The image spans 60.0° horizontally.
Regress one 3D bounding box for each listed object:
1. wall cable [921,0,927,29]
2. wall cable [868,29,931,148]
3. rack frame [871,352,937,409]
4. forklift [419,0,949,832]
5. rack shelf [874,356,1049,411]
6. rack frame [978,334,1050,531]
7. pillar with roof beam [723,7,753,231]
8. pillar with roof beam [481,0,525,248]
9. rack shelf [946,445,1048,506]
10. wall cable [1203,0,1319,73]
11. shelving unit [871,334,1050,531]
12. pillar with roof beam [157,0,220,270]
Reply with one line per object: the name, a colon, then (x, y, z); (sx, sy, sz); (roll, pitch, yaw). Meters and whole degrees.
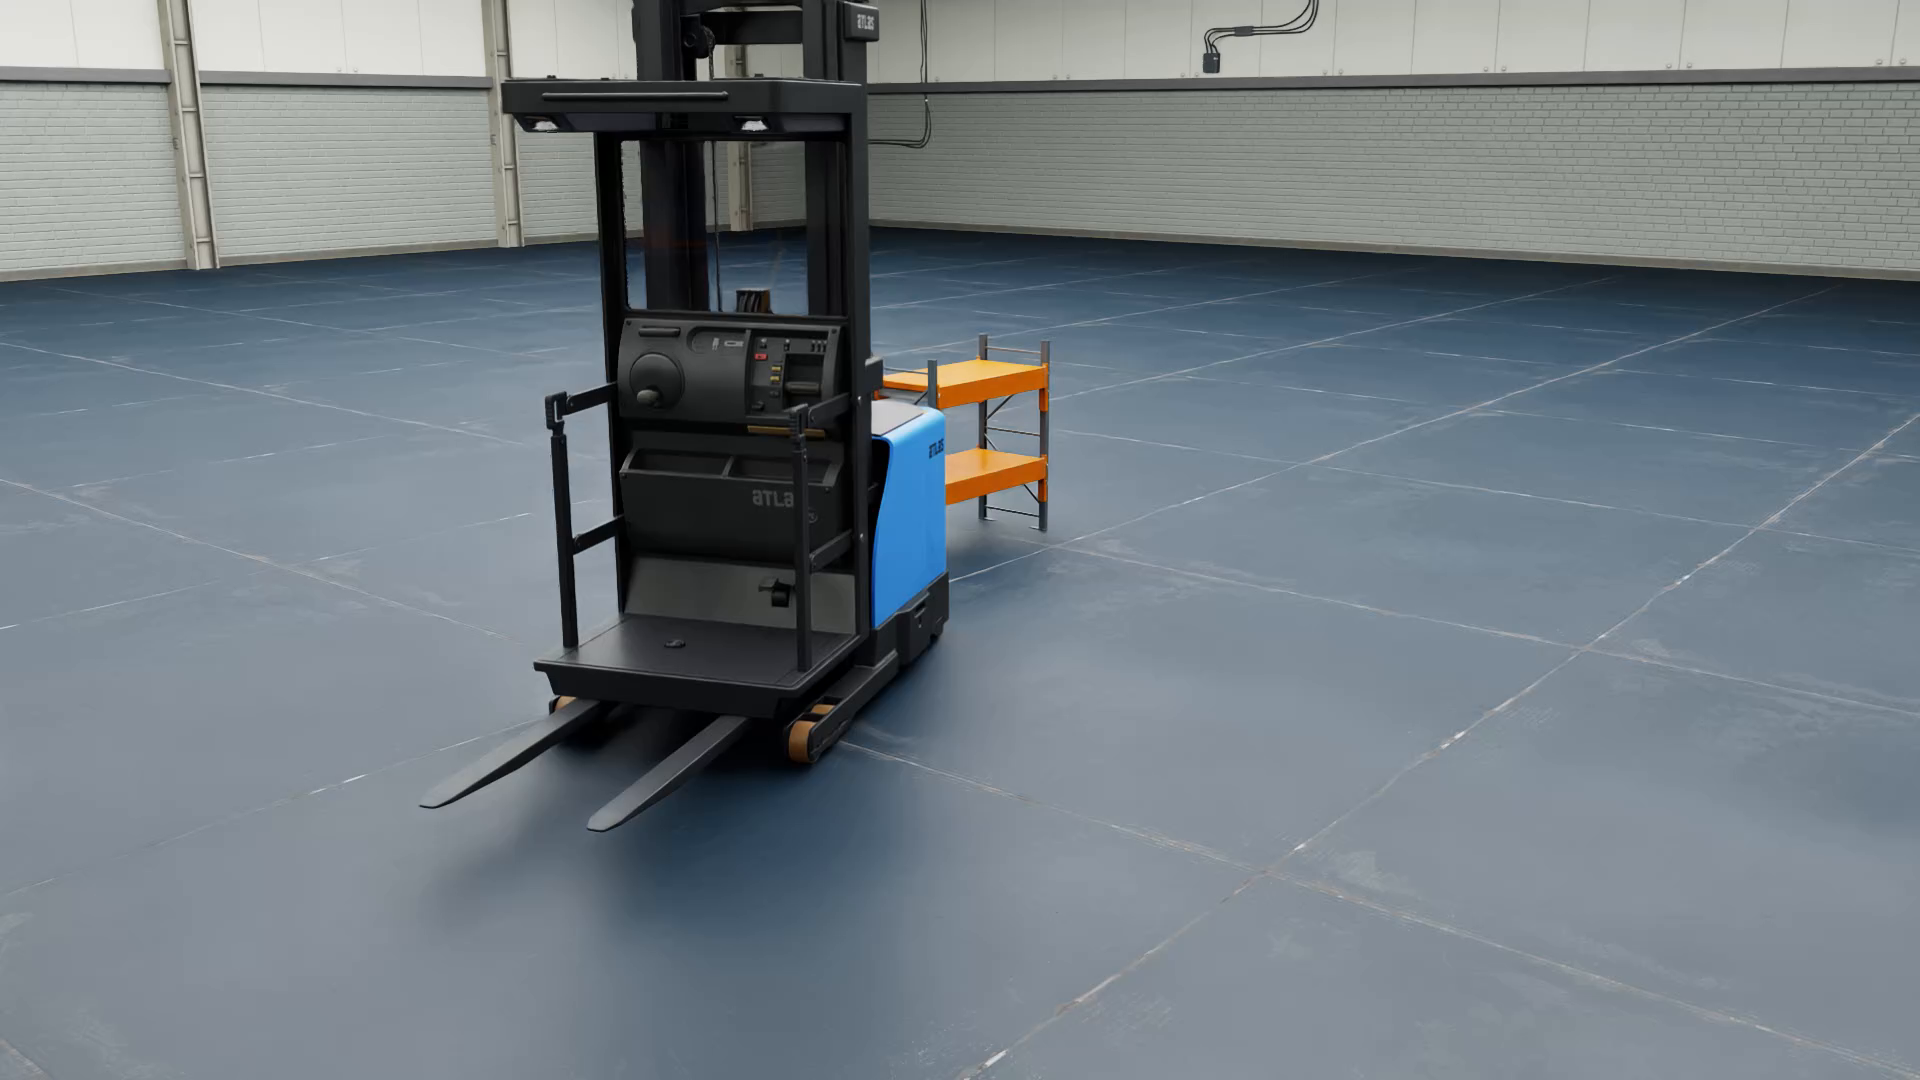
wall cable: (0.252, -11.953, 34.446); (3.097, 2.526, 0.112); (11, 18, 38)
wall cable: (-1.852, -9.924, 36.716); (3.097, 2.526, 0.112); (11, 18, 38)
rack frame: (-0.324, -0.447, 9.096); (0.500, 1.125, 0.032); (11, 18, 38)
forklift: (-0.976, -0.682, 6.354); (1.130, 2.935, 3.031); (4, 15, 17)
rack shelf: (-0.004, -0.828, 9.407); (0.538, 0.278, 1.000); (11, 18, 38)
rack frame: (0.315, -0.641, 9.863); (0.500, 1.125, 0.032); (11, 18, 38)
pillar with roof beam: (-1.384, -10.403, 32.296); (9.100, 9.000, 0.400); (11, 18, 38)
pillar with roof beam: (-5.155, -9.254, 27.773); (9.100, 9.000, 0.400); (11, 18, 38)
rack shelf: (-0.004, -0.307, 9.540); (0.538, 0.278, 1.000); (11, 18, 38)
wall cable: (5.522, -11.605, 30.120); (2.305, 6.003, 0.169); (11, 18, 38)
shelving unit: (-0.004, -0.544, 9.479); (0.538, 1.125, 1.048); (11, 18, 38)
pillar with roof beam: (-8.926, -8.105, 23.250); (9.100, 9.000, 0.400); (11, 18, 38)
